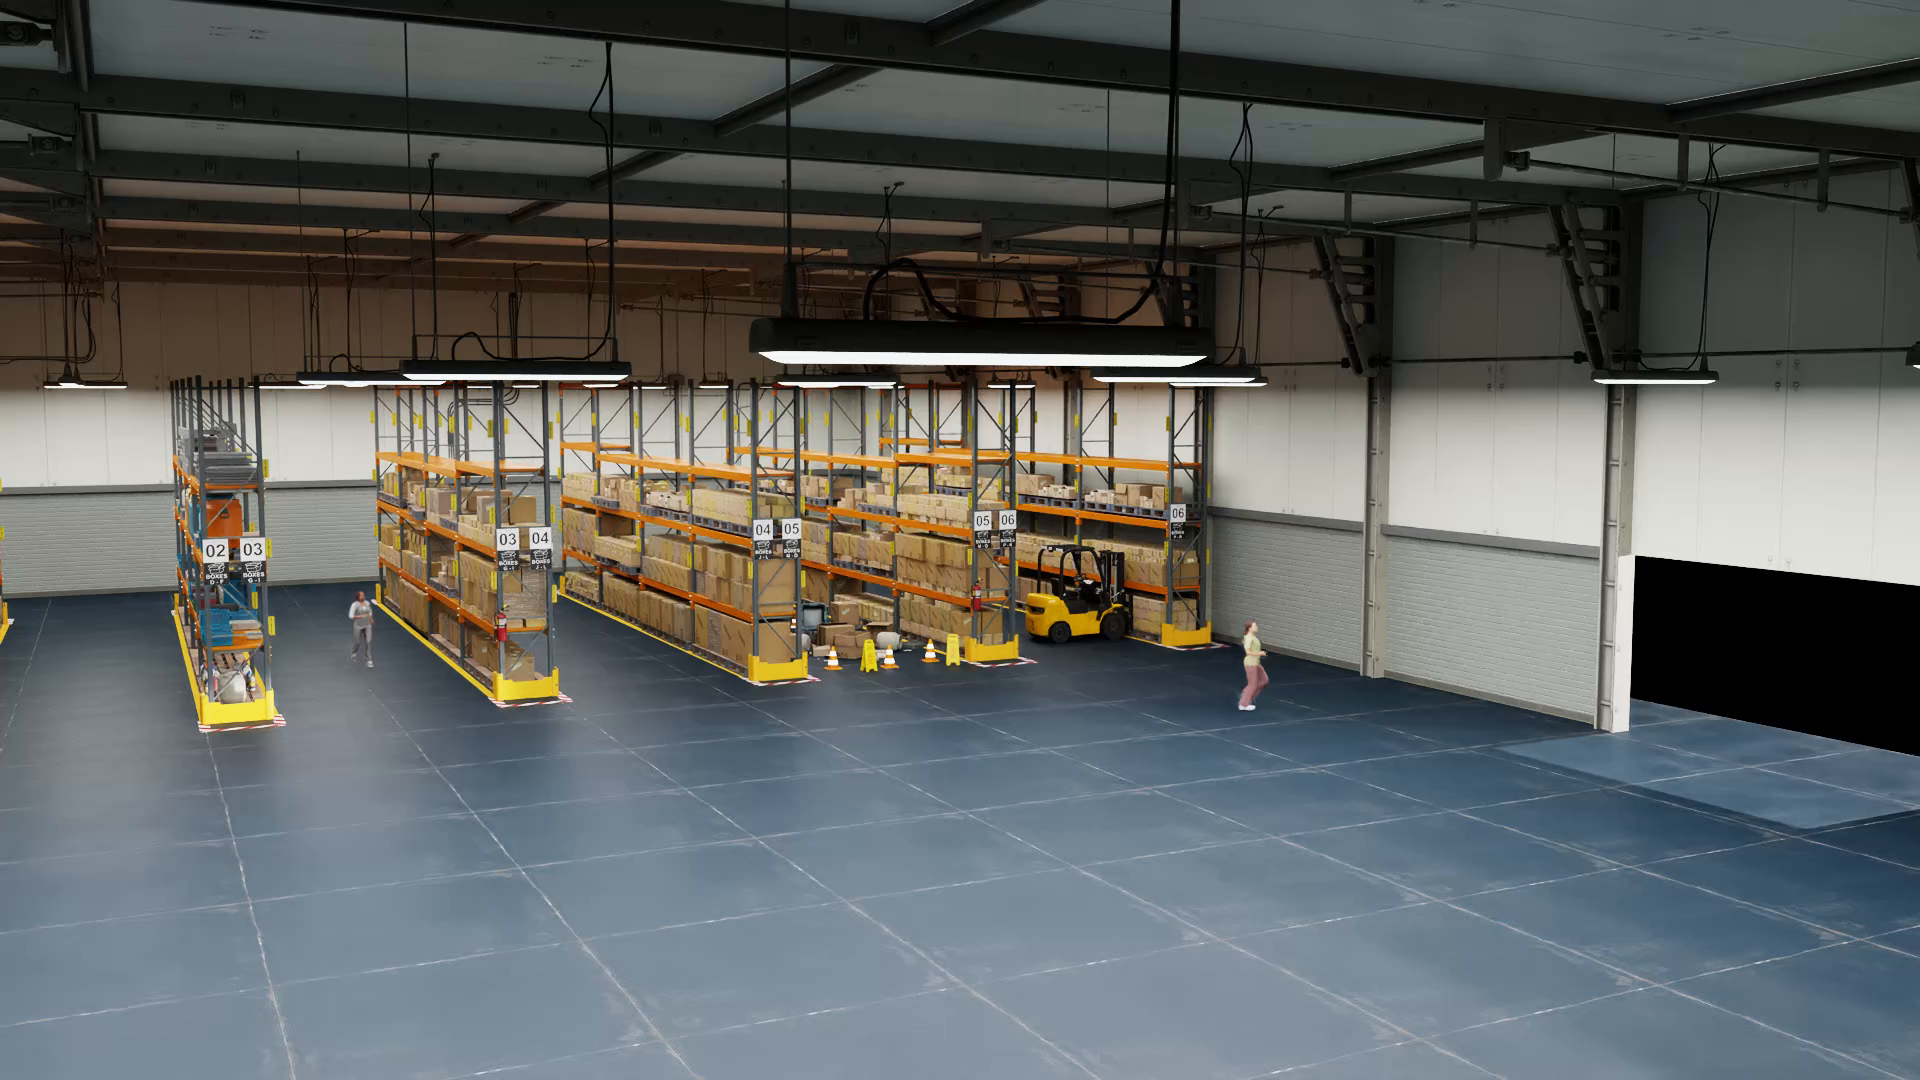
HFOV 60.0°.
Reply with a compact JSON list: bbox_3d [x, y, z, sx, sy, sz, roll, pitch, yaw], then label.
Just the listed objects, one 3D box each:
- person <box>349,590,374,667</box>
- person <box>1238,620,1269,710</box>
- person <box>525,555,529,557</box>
[{"bbox_3d":[-12.478,1.832,34.699,0.543,1.578,0.882,-4,7,-39],"label":"person"},{"bbox_3d":[5.288,2.241,29.842,0.556,1.631,0.567,2,5,21],"label":"person"},{"bbox_3d":[-12.475,0.738,46.896,0.657,1.628,0.573,0,5,5],"label":"person"}]
